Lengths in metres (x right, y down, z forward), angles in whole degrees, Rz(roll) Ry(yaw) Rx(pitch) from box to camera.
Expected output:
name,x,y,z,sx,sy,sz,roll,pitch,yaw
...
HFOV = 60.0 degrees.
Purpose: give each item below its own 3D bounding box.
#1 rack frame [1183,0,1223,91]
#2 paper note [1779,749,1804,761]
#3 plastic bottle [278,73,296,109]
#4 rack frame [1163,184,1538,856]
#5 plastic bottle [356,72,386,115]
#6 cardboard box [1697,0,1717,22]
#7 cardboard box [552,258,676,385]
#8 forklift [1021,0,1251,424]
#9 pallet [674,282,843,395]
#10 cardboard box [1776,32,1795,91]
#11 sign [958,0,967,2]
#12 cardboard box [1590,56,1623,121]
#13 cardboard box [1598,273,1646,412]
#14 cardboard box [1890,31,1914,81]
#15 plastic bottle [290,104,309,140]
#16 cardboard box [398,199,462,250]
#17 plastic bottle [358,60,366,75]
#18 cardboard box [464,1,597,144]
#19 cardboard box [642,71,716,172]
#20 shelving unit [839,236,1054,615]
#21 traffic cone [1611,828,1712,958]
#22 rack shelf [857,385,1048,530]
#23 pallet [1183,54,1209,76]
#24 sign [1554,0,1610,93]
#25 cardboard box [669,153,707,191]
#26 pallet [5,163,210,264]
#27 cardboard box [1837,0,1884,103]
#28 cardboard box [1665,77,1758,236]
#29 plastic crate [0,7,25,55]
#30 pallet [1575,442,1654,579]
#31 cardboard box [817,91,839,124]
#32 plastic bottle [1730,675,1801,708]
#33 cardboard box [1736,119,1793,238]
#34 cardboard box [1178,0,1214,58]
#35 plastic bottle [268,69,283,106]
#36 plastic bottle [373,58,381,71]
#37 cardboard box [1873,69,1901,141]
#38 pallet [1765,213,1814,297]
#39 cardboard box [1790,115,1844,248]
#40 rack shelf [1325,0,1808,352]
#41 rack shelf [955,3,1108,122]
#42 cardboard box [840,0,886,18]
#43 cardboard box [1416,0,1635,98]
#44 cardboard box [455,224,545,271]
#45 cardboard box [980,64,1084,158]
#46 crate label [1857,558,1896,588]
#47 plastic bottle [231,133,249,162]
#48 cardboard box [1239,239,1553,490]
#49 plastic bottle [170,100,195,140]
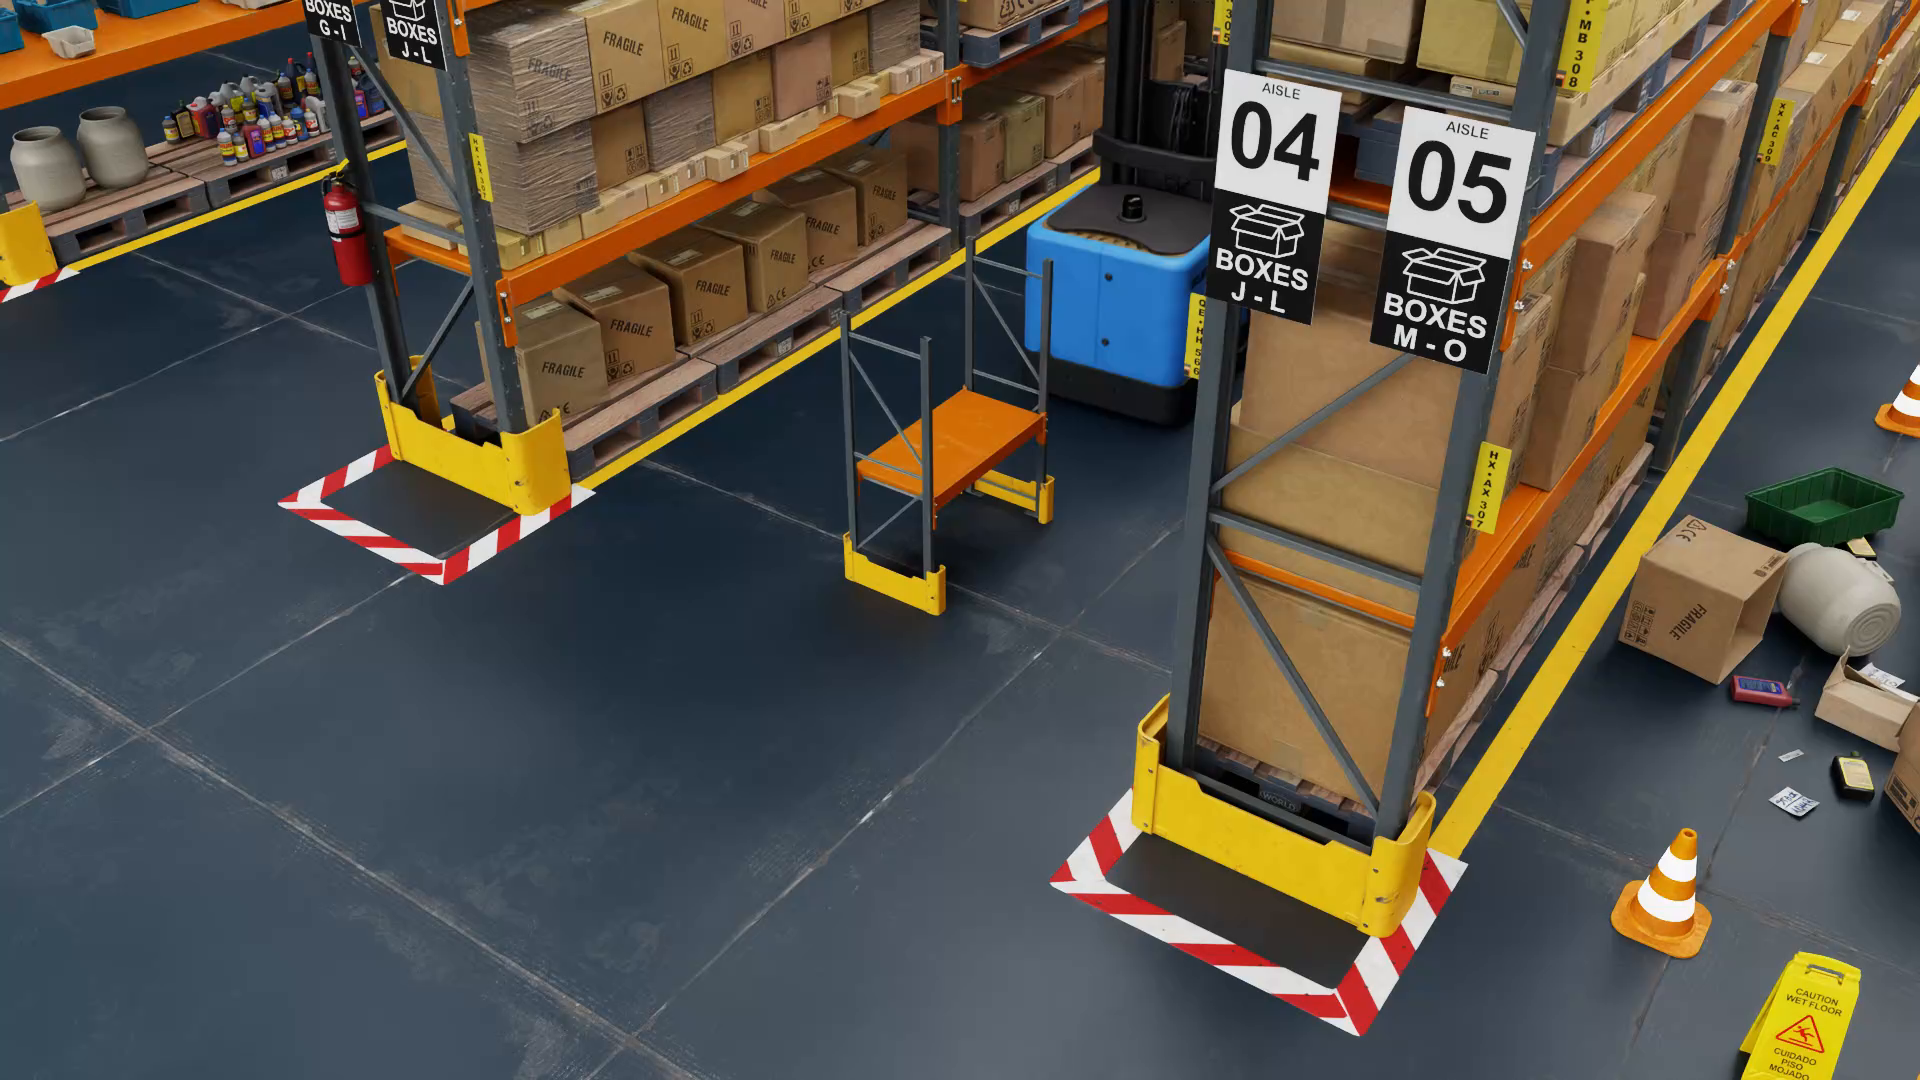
name,x,y,z,sx,sy,sz,roll,pitch,yaw
rack frame,1.831,-5.270,13.866,1.000,3.000,0.127,21,39,28
paper note,3.667,0.951,7.335,0.123,0.001,0.032,-15,37,-21
plastic bottle,-5.480,-3.658,13.525,0.097,0.271,0.097,0,34,0
rack frame,1.287,0.042,6.010,1.000,3.000,0.127,21,39,28
plastic bottle,-4.758,-3.620,13.397,0.144,0.351,0.185,19,39,26
cardboard box,2.610,-2.065,6.209,0.380,0.149,0.250,22,40,29
cardboard box,-2.048,-1.295,9.844,0.500,0.500,0.500,-25,41,-32
forklift,1.551,-2.679,10.096,1.130,2.935,3.031,18,38,25
pallet,-1.499,-1.390,10.617,1.003,0.211,1.213,21,39,28
cardboard box,4.137,-2.722,9.116,0.700,0.500,0.500,21,39,27
sign,0.001,-3.618,10.650,0.100,0.325,0.005,21,39,28
cardboard box,1.890,-1.485,5.350,0.380,0.149,0.250,22,40,29
cardboard box,2.447,-0.940,7.329,0.875,0.550,0.500,21,39,28
cardboard box,7.022,-3.786,12.858,0.500,0.250,0.500,22,40,29
plastic bottle,-5.141,-3.255,12.928,0.097,0.271,0.097,0,34,0
cardboard box,-2.737,-1.682,8.783,0.380,0.149,0.250,21,39,28
plastic bottle,-5.060,-4.057,14.114,0.097,0.271,0.097,0,34,0
cardboard box,-2.193,-2.334,8.276,0.500,0.500,0.500,21,39,28
cardboard box,-1.887,-2.482,9.388,0.875,0.500,0.500,21,39,28
shelving unit,-0.043,-0.586,8.278,0.587,1.500,1.083,21,39,28
traffic cone,2.756,1.302,6.412,0.336,0.463,0.334,21,39,28
rack shelf,-0.049,-0.433,8.373,0.538,0.185,1.000,21,39,28
pallet,2.343,-4.454,15.148,1.003,0.211,1.213,21,39,28
sign,1.739,-1.415,4.637,0.100,0.325,0.005,21,39,28
cardboard box,-1.665,-2.117,9.427,0.380,0.149,0.250,21,39,28
pallet,-6.327,-2.438,12.166,1.003,0.211,1.213,21,39,28
cardboard box,5.526,-3.159,10.654,0.500,0.500,0.500,21,39,28
cardboard box,3.111,-1.859,7.724,0.875,0.550,0.550,21,39,28
plastic crate,-6.760,-3.435,11.285,0.499,0.251,0.616,21,39,28
pallet,3.070,-0.319,9.033,1.003,0.211,1.213,21,39,28
cardboard box,-0.975,-2.701,10.291,0.380,0.149,0.250,21,39,28
plastic bottle,3.710,0.702,7.658,0.283,0.061,0.133,8,35,12
cardboard box,4.088,-1.996,8.935,0.500,0.500,0.500,22,40,29
cardboard box,2.242,-4.875,14.803,1.225,0.875,0.875,19,39,26
plastic bottle,-5.556,-3.680,13.546,0.061,0.283,0.133,23,40,30
plastic bottle,-4.767,-3.754,13.596,0.144,0.351,0.185,21,39,28
cardboard box,7.034,-3.492,13.093,0.500,0.500,0.500,20,39,27
pallet,5.337,-2.146,11.735,1.003,0.211,1.213,21,39,28
cardboard box,5.427,-2.630,11.595,1.050,0.750,0.750,21,39,28
rack shelf,2.427,-1.823,6.732,1.077,0.370,4.000,21,39,28
rack shelf,0.691,-4.052,12.706,1.077,0.370,4.000,21,39,28
cardboard box,-0.764,-3.483,9.975,0.500,0.500,0.500,21,39,28
cardboard box,1.773,-1.617,5.190,0.500,0.250,0.500,21,39,28
cardboard box,-2.372,-1.540,8.573,0.380,0.149,0.250,21,39,28
cardboard box,0.524,-3.323,12.825,0.700,0.500,0.500,18,38,24
crate label,4.502,0.207,8.322,0.298,0.136,0.250,-3,34,-4
plastic bottle,-5.450,-2.976,12.579,0.097,0.201,0.097,0,34,0
cardboard box,1.530,-0.626,5.900,0.875,0.550,0.550,21,39,28
plastic bottle,-6.061,-3.273,12.944,0.061,0.283,0.133,22,40,29
